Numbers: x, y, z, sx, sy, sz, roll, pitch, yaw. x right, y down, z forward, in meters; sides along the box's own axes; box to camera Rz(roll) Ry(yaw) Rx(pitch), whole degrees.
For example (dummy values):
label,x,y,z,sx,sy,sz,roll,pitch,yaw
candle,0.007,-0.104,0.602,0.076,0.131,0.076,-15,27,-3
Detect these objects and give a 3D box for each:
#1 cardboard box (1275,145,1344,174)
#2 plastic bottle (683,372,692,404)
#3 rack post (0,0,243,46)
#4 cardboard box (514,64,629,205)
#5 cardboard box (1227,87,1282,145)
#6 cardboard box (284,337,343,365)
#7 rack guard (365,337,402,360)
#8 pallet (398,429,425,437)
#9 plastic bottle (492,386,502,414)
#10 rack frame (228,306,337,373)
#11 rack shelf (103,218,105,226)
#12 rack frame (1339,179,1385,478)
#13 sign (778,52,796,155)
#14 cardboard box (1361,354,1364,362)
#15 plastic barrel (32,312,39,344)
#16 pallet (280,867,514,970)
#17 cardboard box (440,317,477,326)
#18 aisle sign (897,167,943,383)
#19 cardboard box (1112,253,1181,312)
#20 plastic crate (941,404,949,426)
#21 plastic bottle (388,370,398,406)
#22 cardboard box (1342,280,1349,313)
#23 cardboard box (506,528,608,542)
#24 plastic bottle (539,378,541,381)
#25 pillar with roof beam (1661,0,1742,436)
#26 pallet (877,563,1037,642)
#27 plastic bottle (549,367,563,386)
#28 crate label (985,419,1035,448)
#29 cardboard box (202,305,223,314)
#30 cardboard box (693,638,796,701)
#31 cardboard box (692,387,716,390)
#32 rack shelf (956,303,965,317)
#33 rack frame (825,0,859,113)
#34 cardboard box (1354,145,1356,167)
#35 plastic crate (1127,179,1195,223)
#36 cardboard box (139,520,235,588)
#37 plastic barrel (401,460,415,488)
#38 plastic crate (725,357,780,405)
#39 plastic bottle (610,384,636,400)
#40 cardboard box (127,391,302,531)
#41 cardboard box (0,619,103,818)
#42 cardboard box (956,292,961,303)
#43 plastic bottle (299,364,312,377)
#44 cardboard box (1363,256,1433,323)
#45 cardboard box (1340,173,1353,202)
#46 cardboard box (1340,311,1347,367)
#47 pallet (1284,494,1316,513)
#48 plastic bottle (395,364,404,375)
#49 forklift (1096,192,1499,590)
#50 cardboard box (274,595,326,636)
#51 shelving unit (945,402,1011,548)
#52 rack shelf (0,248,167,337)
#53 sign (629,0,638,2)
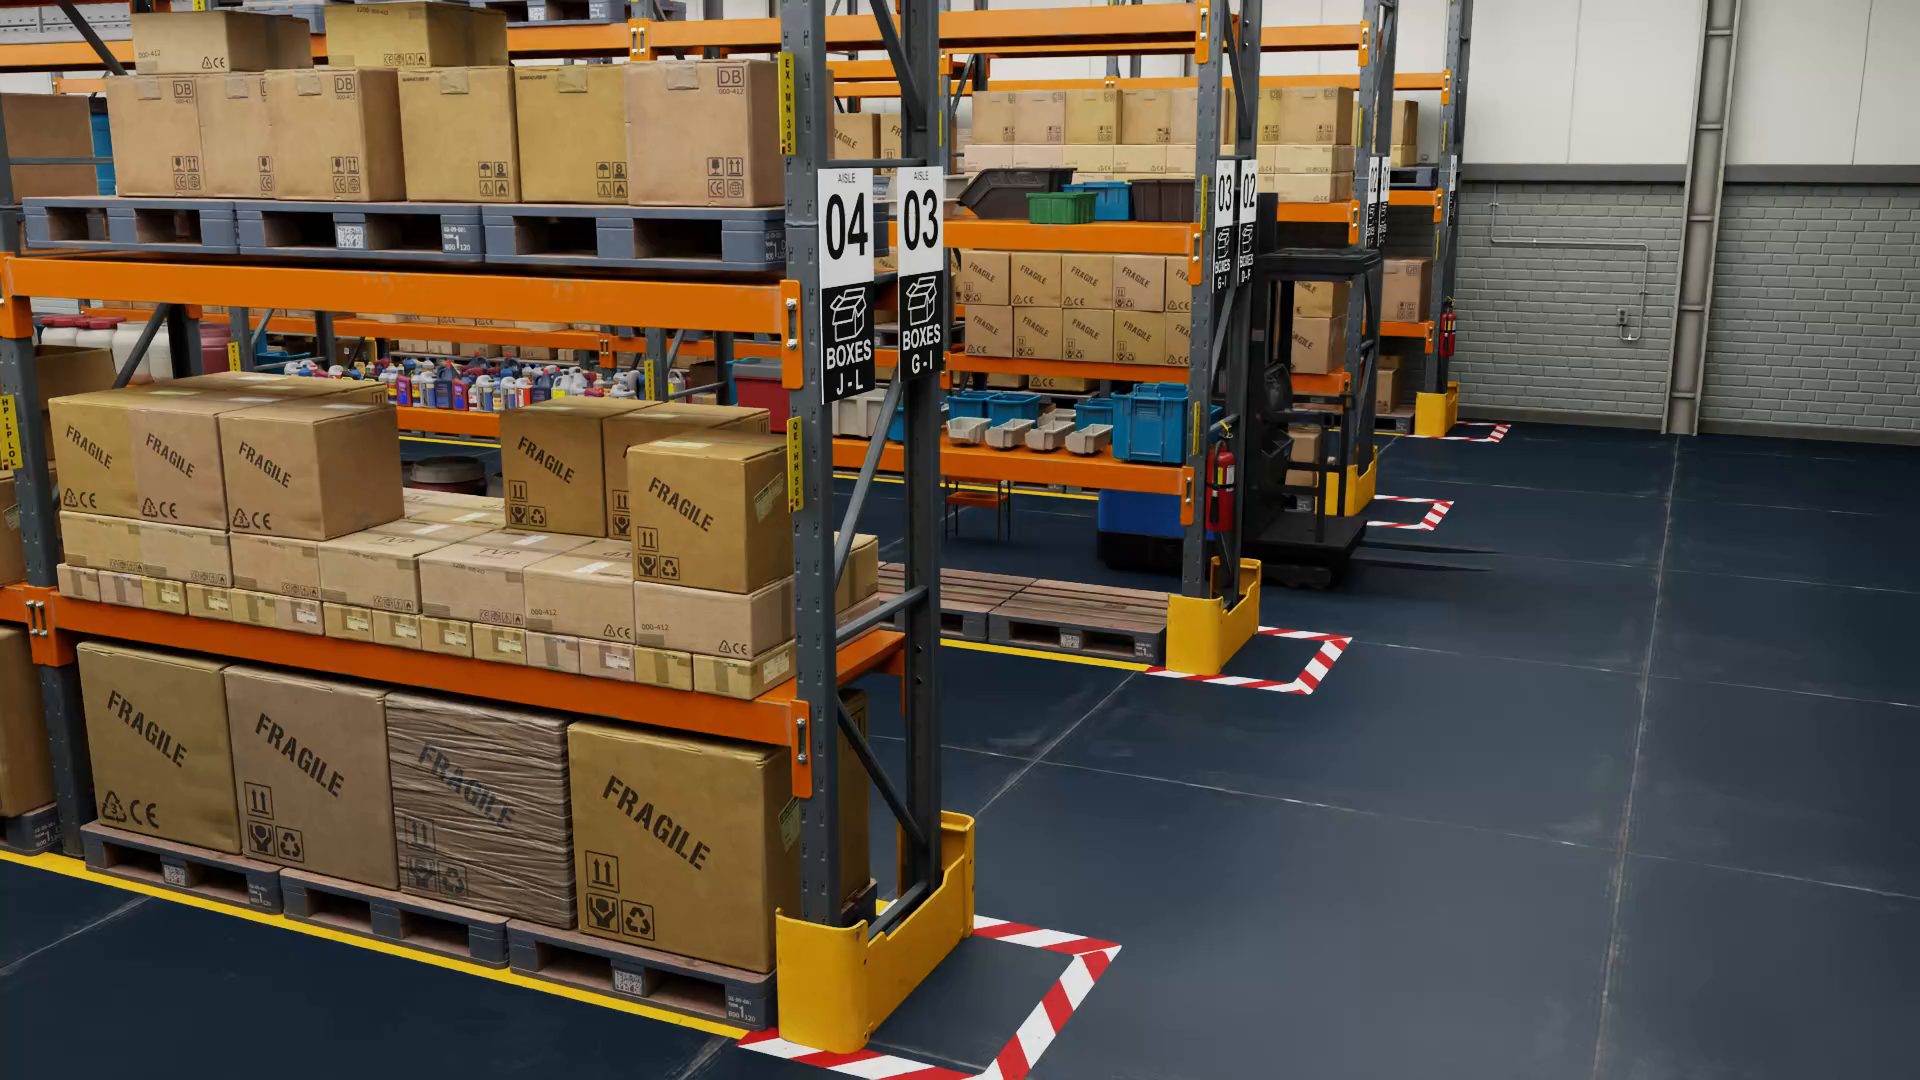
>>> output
label,x,y,z,sx,sy,sz,roll,pitch,yaw
cardboard box,3.108,-3.387,14.792,0.500,0.250,0.500,6,14,23
plastic bottle,-2.148,-1.164,12.906,0.133,0.283,0.061,6,14,23
rack post,-7.465,-4.692,14.115,3.121,1.000,1.013,6,14,23
cardboard box,-1.298,-1.570,6.455,0.500,0.500,0.700,5,14,21
cardboard box,2.782,-3.866,15.191,0.500,0.500,0.700,6,14,23
cardboard box,-8.048,-2.256,20.763,0.500,0.500,0.500,6,14,23
rack guard,-8.875,-3.054,26.174,0.348,0.500,1.175,6,14,23
pallet,-6.601,-1.455,19.993,1.213,0.211,1.003,6,14,23
plastic bottle,-3.512,-1.068,12.676,0.097,0.201,0.097,0,13,0
rack frame,-5.643,-1.468,13.946,0.127,3.000,1.000,6,14,23
rack shelf,-7.472,-2.763,14.474,4.000,0.370,1.077,6,14,23
rack frame,3.681,-1.762,15.199,0.127,3.000,1.000,6,14,23
sign,-0.567,-1.434,5.470,0.005,0.325,0.100,6,14,23
cardboard box,4.812,-2.118,19.848,0.250,0.149,0.380,6,14,23
plastic barrel,-8.514,-1.770,14.935,0.433,0.535,0.433,0,13,0
pallet,-2.209,1.493,7.429,1.213,0.211,1.003,6,14,23
cardboard box,-5.655,-2.752,19.197,0.500,0.500,0.500,6,14,23
aisle sign,-0.148,-1.015,6.324,0.004,0.787,0.394,6,14,23
cardboard box,1.755,-2.422,15.605,0.500,0.500,0.500,6,15,25
plastic crate,-0.272,-0.901,11.972,0.466,0.136,0.293,6,14,23
plastic bottle,-4.439,-1.196,13.067,0.097,0.271,0.097,0,13,0
cardboard box,3.382,-2.394,15.483,0.500,0.500,0.500,6,15,25
cardboard box,-1.600,0.040,7.195,0.500,0.250,0.500,5,14,21
plastic bottle,-3.347,-1.203,13.251,0.097,0.201,0.097,0,13,0
pillar with roof beam,6.759,-4.750,14.797,0.400,9.000,9.100,6,14,23
pallet,-0.179,0.432,11.952,1.213,0.211,1.003,6,14,23
plastic bottle,-3.070,-1.138,12.646,0.185,0.351,0.144,6,14,23
crate label,0.329,-0.717,11.190,0.243,0.136,0.396,6,14,23
cardboard box,-9.110,-3.103,20.693,0.500,0.500,0.700,6,15,25
cardboard box,-0.794,0.465,6.258,0.250,0.149,0.380,6,15,24
cardboard box,-2.683,-1.462,18.429,0.500,0.500,0.500,6,15,25
rack shelf,0.198,-3.002,22.058,4.000,0.370,1.077,6,14,23
rack frame,-1.630,-6.458,22.079,0.127,3.000,1.000,6,14,23
cardboard box,4.431,-4.498,19.481,0.500,0.250,0.500,5,14,21
plastic crate,1.432,-2.218,10.863,0.590,0.269,0.497,6,14,23
cardboard box,-3.216,0.010,7.324,0.500,0.250,0.500,6,14,23
plastic barrel,-4.636,-0.386,13.861,0.421,0.512,0.421,0,13,0
plastic crate,-1.421,-1.148,12.483,0.575,0.384,0.392,6,14,23
plastic bottle,-2.477,-1.007,12.250,0.135,0.276,0.152,6,14,23
cardboard box,-3.211,-0.356,7.240,0.500,0.500,0.500,6,14,23
cardboard box,-4.585,0.711,8.389,0.875,0.875,1.225,6,14,23
cardboard box,-0.016,-3.206,21.859,0.250,0.149,0.380,6,14,24
plastic bottle,-5.284,-1.282,13.432,0.097,0.271,0.097,0,13,0
cardboard box,5.214,-2.988,19.767,0.700,0.700,0.980,7,15,26
cardboard box,3.314,-3.250,15.302,0.500,0.250,0.500,6,14,23
cardboard box,3.382,-1.907,15.597,0.500,0.500,0.500,6,15,24
pallet,2.882,-0.485,15.861,1.213,0.211,1.003,6,14,23
plastic bottle,-4.702,-1.378,13.997,0.097,0.201,0.097,0,13,0
forklift,2.659,-1.185,12.887,3.031,2.935,1.130,5,14,21
cardboard box,-2.671,0.275,7.065,0.250,0.149,0.380,6,14,24
shelving unit,0.151,-0.569,14.053,0.503,1.200,0.258,6,14,23
rack shelf,-5.821,-1.359,8.488,4.000,0.370,1.077,6,14,23
sign,-2.210,-3.802,11.218,0.005,0.325,0.100,6,14,23
